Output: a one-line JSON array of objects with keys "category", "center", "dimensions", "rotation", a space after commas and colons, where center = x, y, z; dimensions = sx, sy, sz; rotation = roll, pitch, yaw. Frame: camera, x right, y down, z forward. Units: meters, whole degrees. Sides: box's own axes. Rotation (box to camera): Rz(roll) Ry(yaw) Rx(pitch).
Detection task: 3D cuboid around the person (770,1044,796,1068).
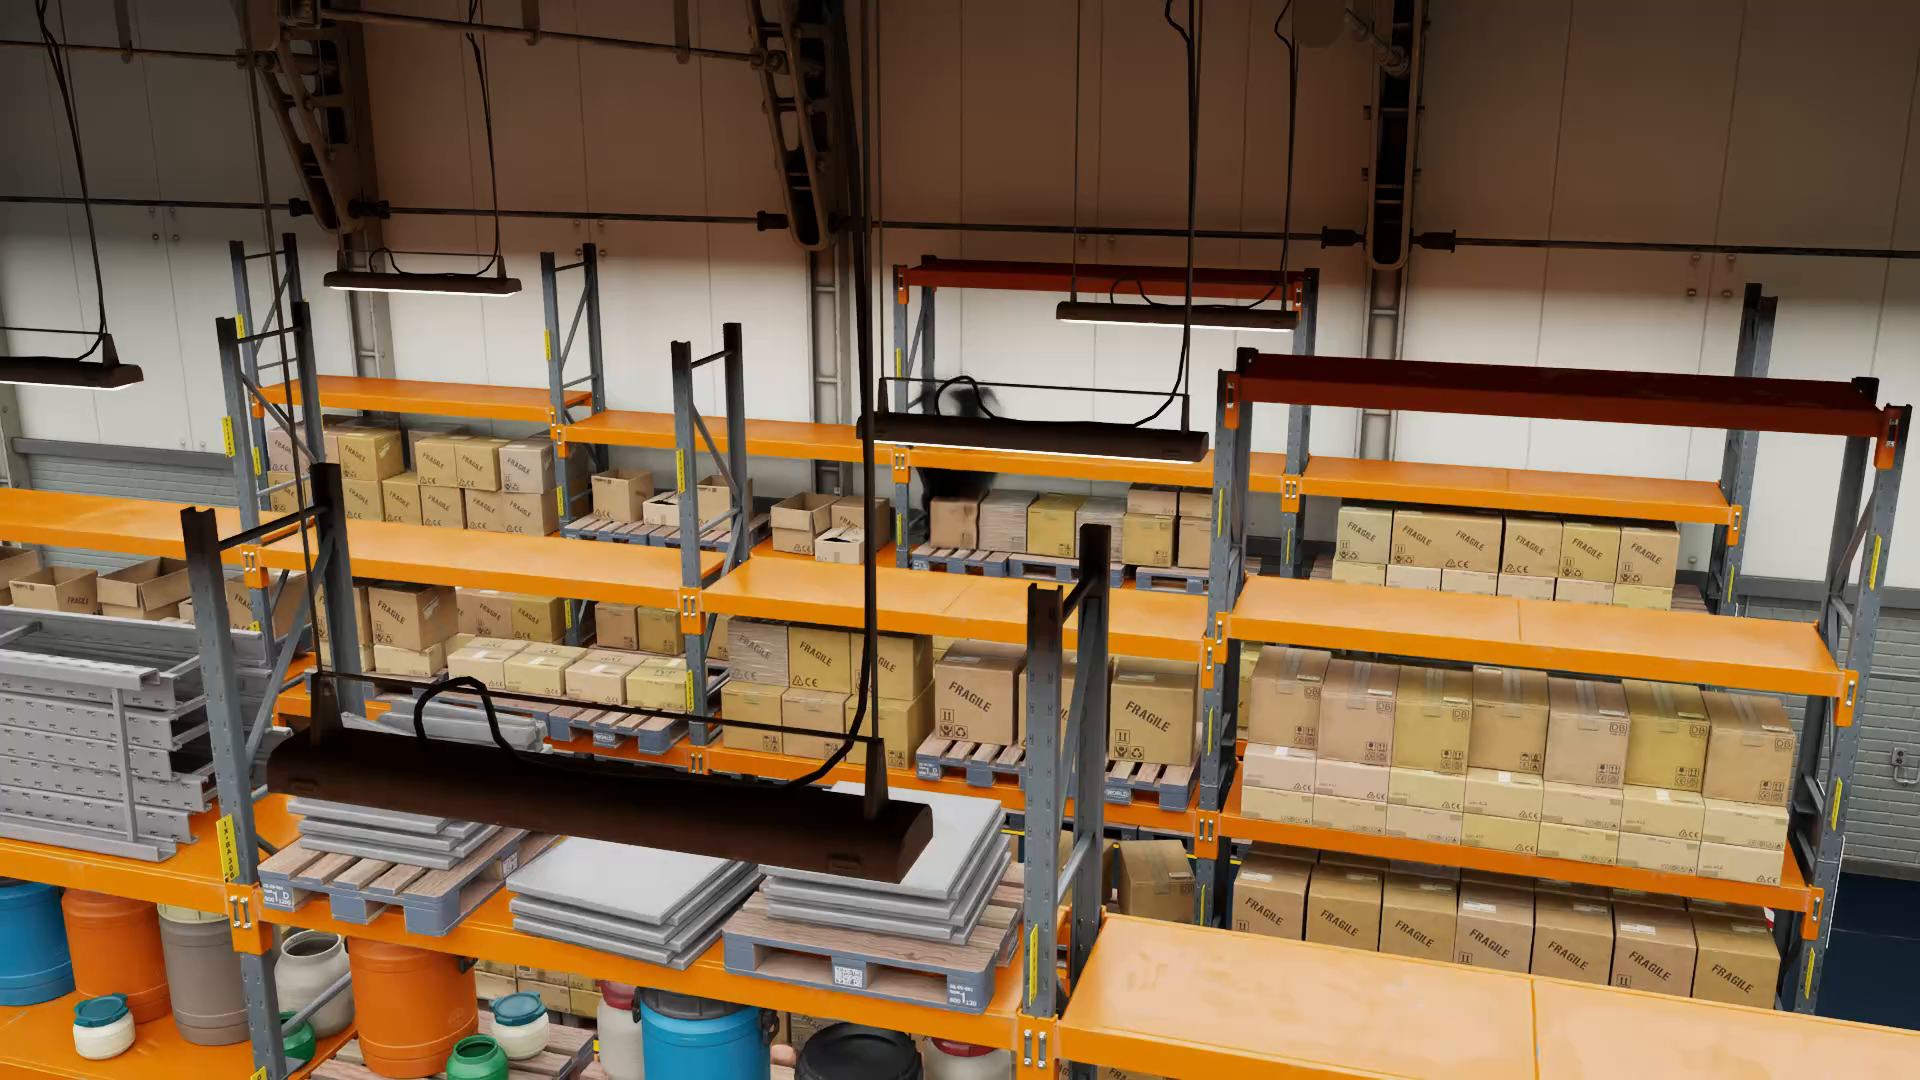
[{"category": "person", "center": [-1.272, 4.154, 11.286], "dimensions": [0.591, 1.680, 0.644], "rotation": [1, 16, 3]}]
